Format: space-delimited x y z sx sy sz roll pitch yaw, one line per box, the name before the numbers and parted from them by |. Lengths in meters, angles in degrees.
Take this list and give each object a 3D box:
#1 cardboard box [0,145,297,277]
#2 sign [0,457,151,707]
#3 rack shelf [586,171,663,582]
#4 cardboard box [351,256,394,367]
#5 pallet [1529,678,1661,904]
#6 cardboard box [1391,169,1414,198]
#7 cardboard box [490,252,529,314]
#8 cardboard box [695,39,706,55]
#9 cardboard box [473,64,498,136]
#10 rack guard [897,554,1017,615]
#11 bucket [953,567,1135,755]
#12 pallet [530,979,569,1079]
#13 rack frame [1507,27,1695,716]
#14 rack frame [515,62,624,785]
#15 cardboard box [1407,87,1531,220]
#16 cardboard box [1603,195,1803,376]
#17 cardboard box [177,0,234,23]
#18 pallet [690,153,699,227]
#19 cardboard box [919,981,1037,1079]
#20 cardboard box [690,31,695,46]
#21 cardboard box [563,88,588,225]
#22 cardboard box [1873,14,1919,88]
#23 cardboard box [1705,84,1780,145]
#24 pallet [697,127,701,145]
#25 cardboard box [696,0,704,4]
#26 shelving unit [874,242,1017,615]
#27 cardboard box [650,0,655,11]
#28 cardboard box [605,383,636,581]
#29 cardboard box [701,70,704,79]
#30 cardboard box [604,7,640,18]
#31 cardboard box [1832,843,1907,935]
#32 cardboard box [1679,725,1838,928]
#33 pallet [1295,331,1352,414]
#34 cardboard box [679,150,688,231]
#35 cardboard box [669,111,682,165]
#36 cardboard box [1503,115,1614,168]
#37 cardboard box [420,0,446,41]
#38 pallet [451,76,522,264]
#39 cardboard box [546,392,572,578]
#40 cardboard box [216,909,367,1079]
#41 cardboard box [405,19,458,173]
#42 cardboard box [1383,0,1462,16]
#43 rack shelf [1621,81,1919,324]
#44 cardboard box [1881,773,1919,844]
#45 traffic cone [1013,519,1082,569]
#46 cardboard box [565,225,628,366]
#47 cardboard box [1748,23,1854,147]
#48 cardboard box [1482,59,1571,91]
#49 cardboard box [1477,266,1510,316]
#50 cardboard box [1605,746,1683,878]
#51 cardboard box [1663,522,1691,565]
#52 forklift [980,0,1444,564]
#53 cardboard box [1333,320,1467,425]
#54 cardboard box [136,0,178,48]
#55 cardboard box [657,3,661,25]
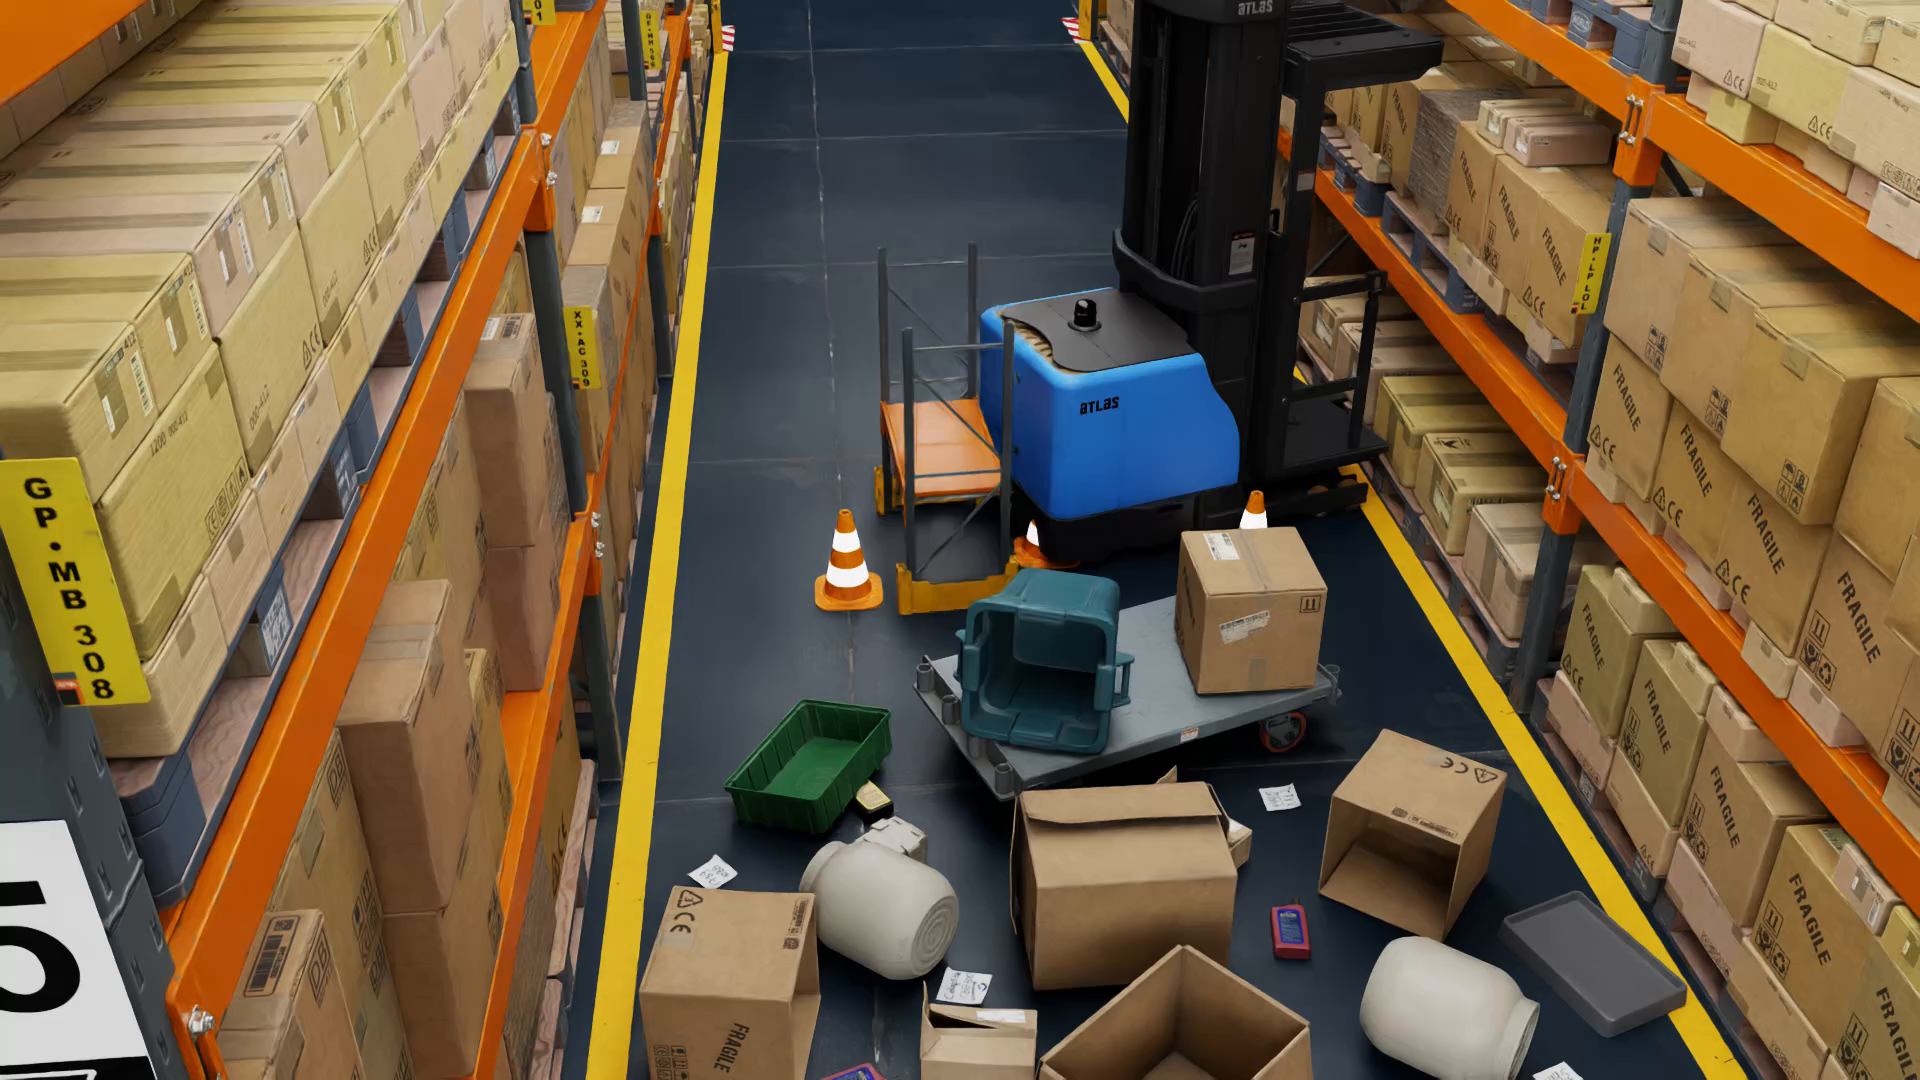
cardboard box | -1.344 -0.545 2.772 0.380 0.149 0.250 -2 31 -4
sign | -1.007 0.053 1.881 0.100 0.325 0.005 -3 31 -5
rack shelf | -2.121 -0.981 8.168 1.077 0.370 4.000 -3 31 -5
cardboard box | -1.391 -0.464 3.414 0.380 0.149 0.250 -3 31 -5
pallet | 3.083 0.981 6.901 1.003 0.211 1.213 -3 31 -5
cardboard box | 2.535 -1.948 8.922 0.380 0.149 0.250 -1 31 -2
cardboard box | -1.934 -0.606 5.641 0.875 0.550 0.550 -3 31 -5
cardboard box | -2.610 -4.694 15.764 0.380 0.149 0.250 -2 31 -4
cardboard box | -1.532 -1.240 4.714 0.380 0.149 0.250 -2 31 -4
rack guard | -0.014 0.218 8.140 0.587 0.250 0.087 -4 31 -8
bucket | 0.374 0.444 6.792 0.726 0.611 0.620 8 22 13
pallet | -1.824 1.945 5.288 1.003 0.211 1.213 -3 31 -5
rack frame | 2.985 -0.557 6.757 1.000 3.000 0.127 -3 31 -5
rack frame | -1.934 -0.268 6.274 1.000 3.000 0.127 -3 31 -5
cardboard box | 2.574 -1.917 8.237 0.500 0.500 0.500 -4 31 -6
cardboard box | 2.810 -0.922 6.006 0.700 0.500 0.500 -3 31 -5
cardboard box | -2.118 -1.322 4.462 0.500 0.250 0.500 -3 31 -5
pallet | -2.607 -2.758 13.162 1.003 0.211 1.213 -3 31 -5
cardboard box | 0.060 1.695 5.654 0.396 0.266 0.258 2 31 4
cardboard box | -2.628 -4.549 15.232 0.380 0.149 0.250 -3 31 -4
cardboard box | -2.129 -1.772 7.719 0.700 0.500 0.500 -3 31 -5
cardboard box | 2.830 -1.377 4.672 0.380 0.149 0.250 -4 31 -6
cardboard box | 2.736 -1.430 5.538 0.380 0.149 0.250 -3 31 -5
pallet | -2.779 -3.497 14.398 1.003 0.211 1.213 -3 31 -5
cardboard box | -2.753 -5.349 16.570 0.380 0.149 0.250 -2 31 -4
shelving unit | -0.088 -0.571 8.242 0.587 1.500 1.083 -4 31 -8
cardboard box | -2.321 -3.686 11.542 0.380 0.149 0.250 -3 31 -4
cardboard box | -2.168 -0.288 8.091 1.050 0.750 0.750 -3 31 -5
cardboard box | -2.607 -4.434 15.619 0.380 0.149 0.250 -2 31 -4
cardboard box | -2.228 -3.281 10.574 0.380 0.149 0.250 -4 31 -7
cardboard box | 2.880 1.041 4.990 0.380 0.149 0.250 -1 31 -2
cardboard box | 2.880 0.973 5.737 0.500 0.500 0.500 -1 31 -2
pallet | 2.683 -1.003 10.223 1.003 0.211 1.213 -3 31 -5
cardboard box | -2.270 -2.570 12.156 0.500 0.500 0.500 -3 31 -6
cardboard box | -2.262 -2.881 11.946 0.500 0.250 0.500 -4 31 -7
cardboard box | 2.640 -1.763 7.346 0.380 0.149 0.250 -4 31 -6
cardboard box | -1.487 -1.325 4.078 0.380 0.149 0.250 -3 31 -4
pallet | -1.868 -1.100 4.827 1.003 0.211 1.213 -3 31 -5
cardboard box | -1.887 -0.145 5.921 0.875 0.550 0.550 -3 31 -5
cardboard box | -1.556 1.055 2.860 0.875 0.550 0.550 -3 31 -5
cardboard box | -1.541 -1.090 4.074 0.500 0.250 0.500 -3 31 -5
cardboard box | 2.809 -3.335 10.336 0.500 0.500 0.500 -4 31 -6
rack shelf | 3.172 -0.515 4.463 1.077 0.370 4.000 -3 31 -5
cardboard box | 2.922 0.763 4.793 0.380 0.149 0.250 -3 31 -5
traffic cone | 0.453 -0.134 8.523 0.336 0.463 0.334 -3 31 -5
cardboard box | -1.807 -1.106 7.579 0.500 0.500 0.500 -3 31 -5
cardboard box | 2.811 -1.407 5.112 0.500 0.250 0.500 -3 31 -5
cardboard box | 3.038 -2.210 8.728 0.500 0.500 0.500 -5 31 -8
cardboard box | 2.595 -1.144 7.576 0.380 0.149 0.250 -3 31 -5
cardboard box | 2.833 1.029 6.373 0.500 0.250 0.500 -1 31 -2
cardboard box | 2.826 -0.012 6.090 0.380 0.149 0.250 -3 31 -5
forklift | 1.658 -1.619 8.603 3.031 2.935 1.130 -12 33 -20
cardboard box | 2.731 -0.986 9.629 0.950 0.372 0.625 -3 31 -6
cardboard box | -2.141 -1.291 4.022 0.380 0.149 0.250 -2 31 -4
cardboard box | -2.378 -3.844 12.096 0.380 0.149 0.250 -4 31 -7
